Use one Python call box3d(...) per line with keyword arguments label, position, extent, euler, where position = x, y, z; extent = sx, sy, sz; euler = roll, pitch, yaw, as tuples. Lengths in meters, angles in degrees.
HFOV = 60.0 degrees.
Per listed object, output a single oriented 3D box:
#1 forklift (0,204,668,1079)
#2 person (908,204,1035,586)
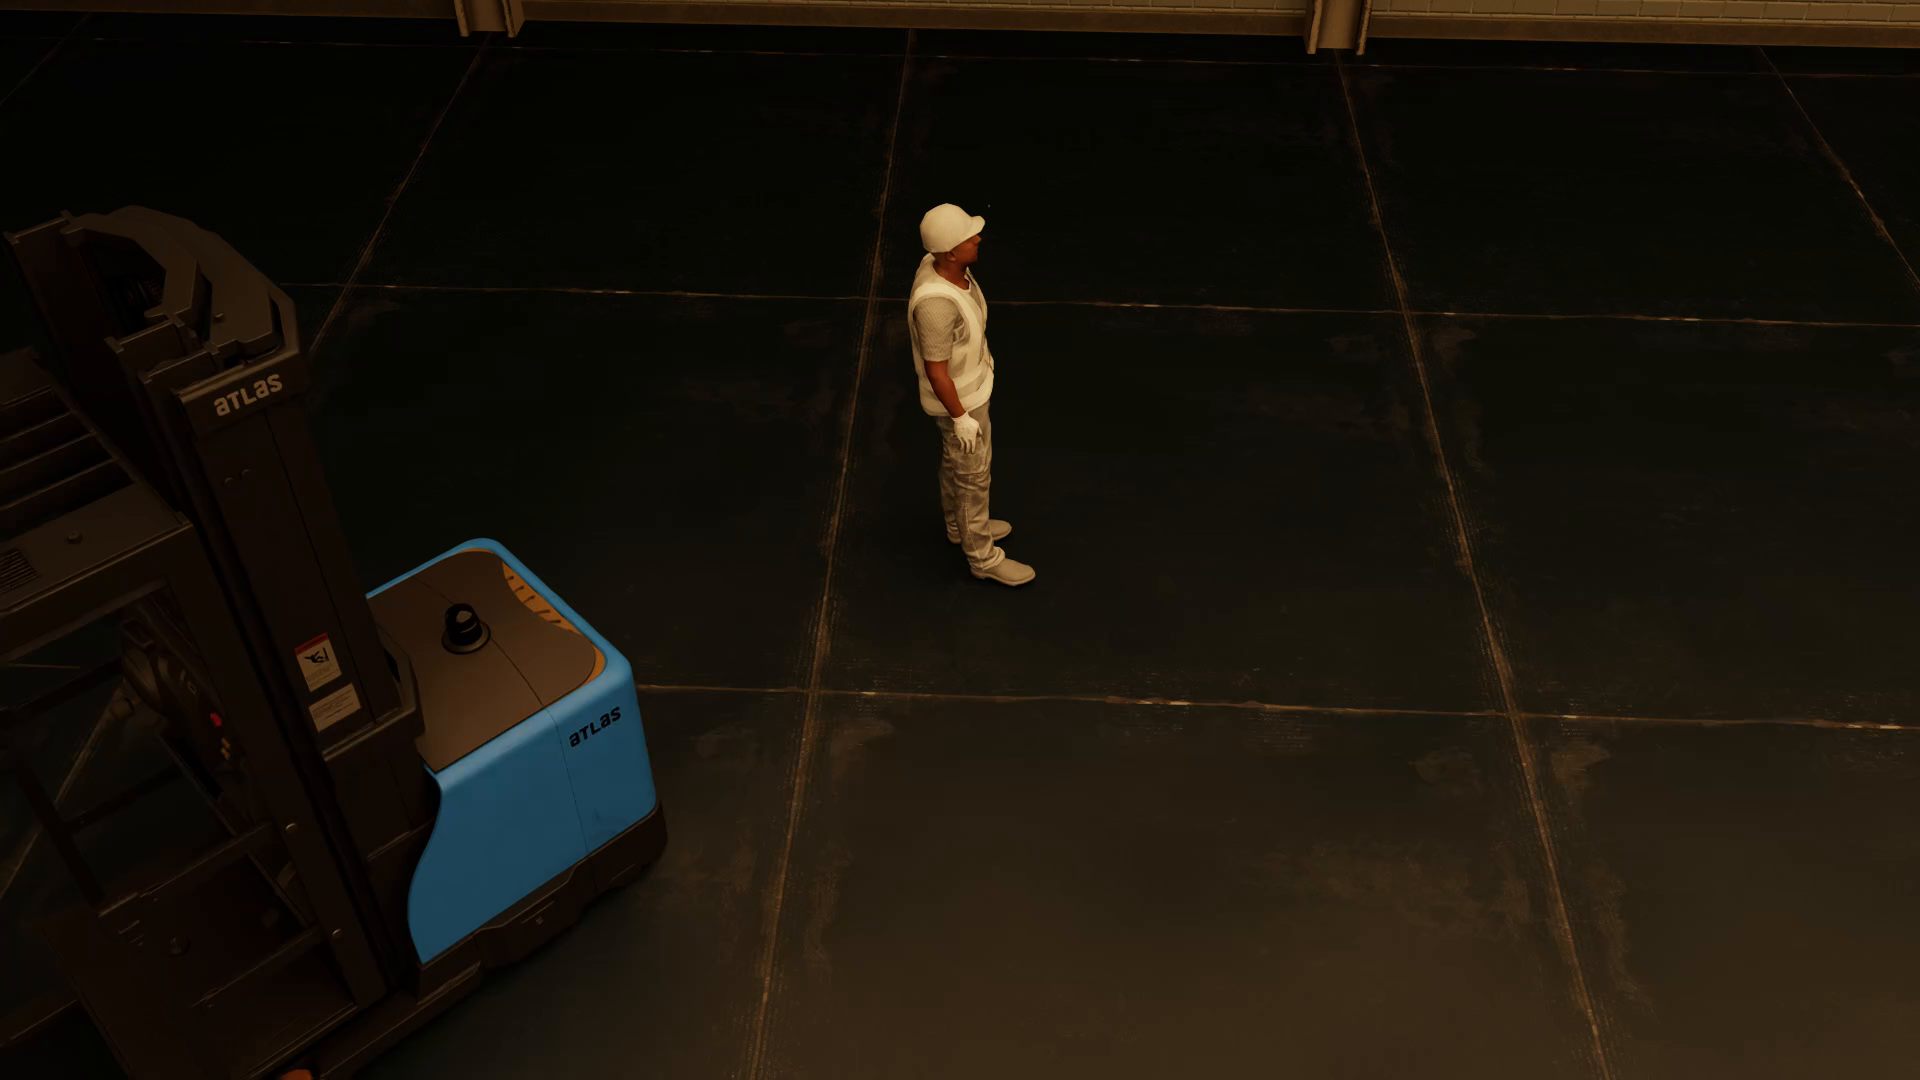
box3d(label="forklift", position=(-2.563, 0.595, 5.091), extent=(3.031, 2.935, 1.130), euler=(-32, 51, -30))
box3d(label="person", position=(0.072, -0.656, 7.302), extent=(0.575, 1.785, 0.657), euler=(2, 42, 2))
